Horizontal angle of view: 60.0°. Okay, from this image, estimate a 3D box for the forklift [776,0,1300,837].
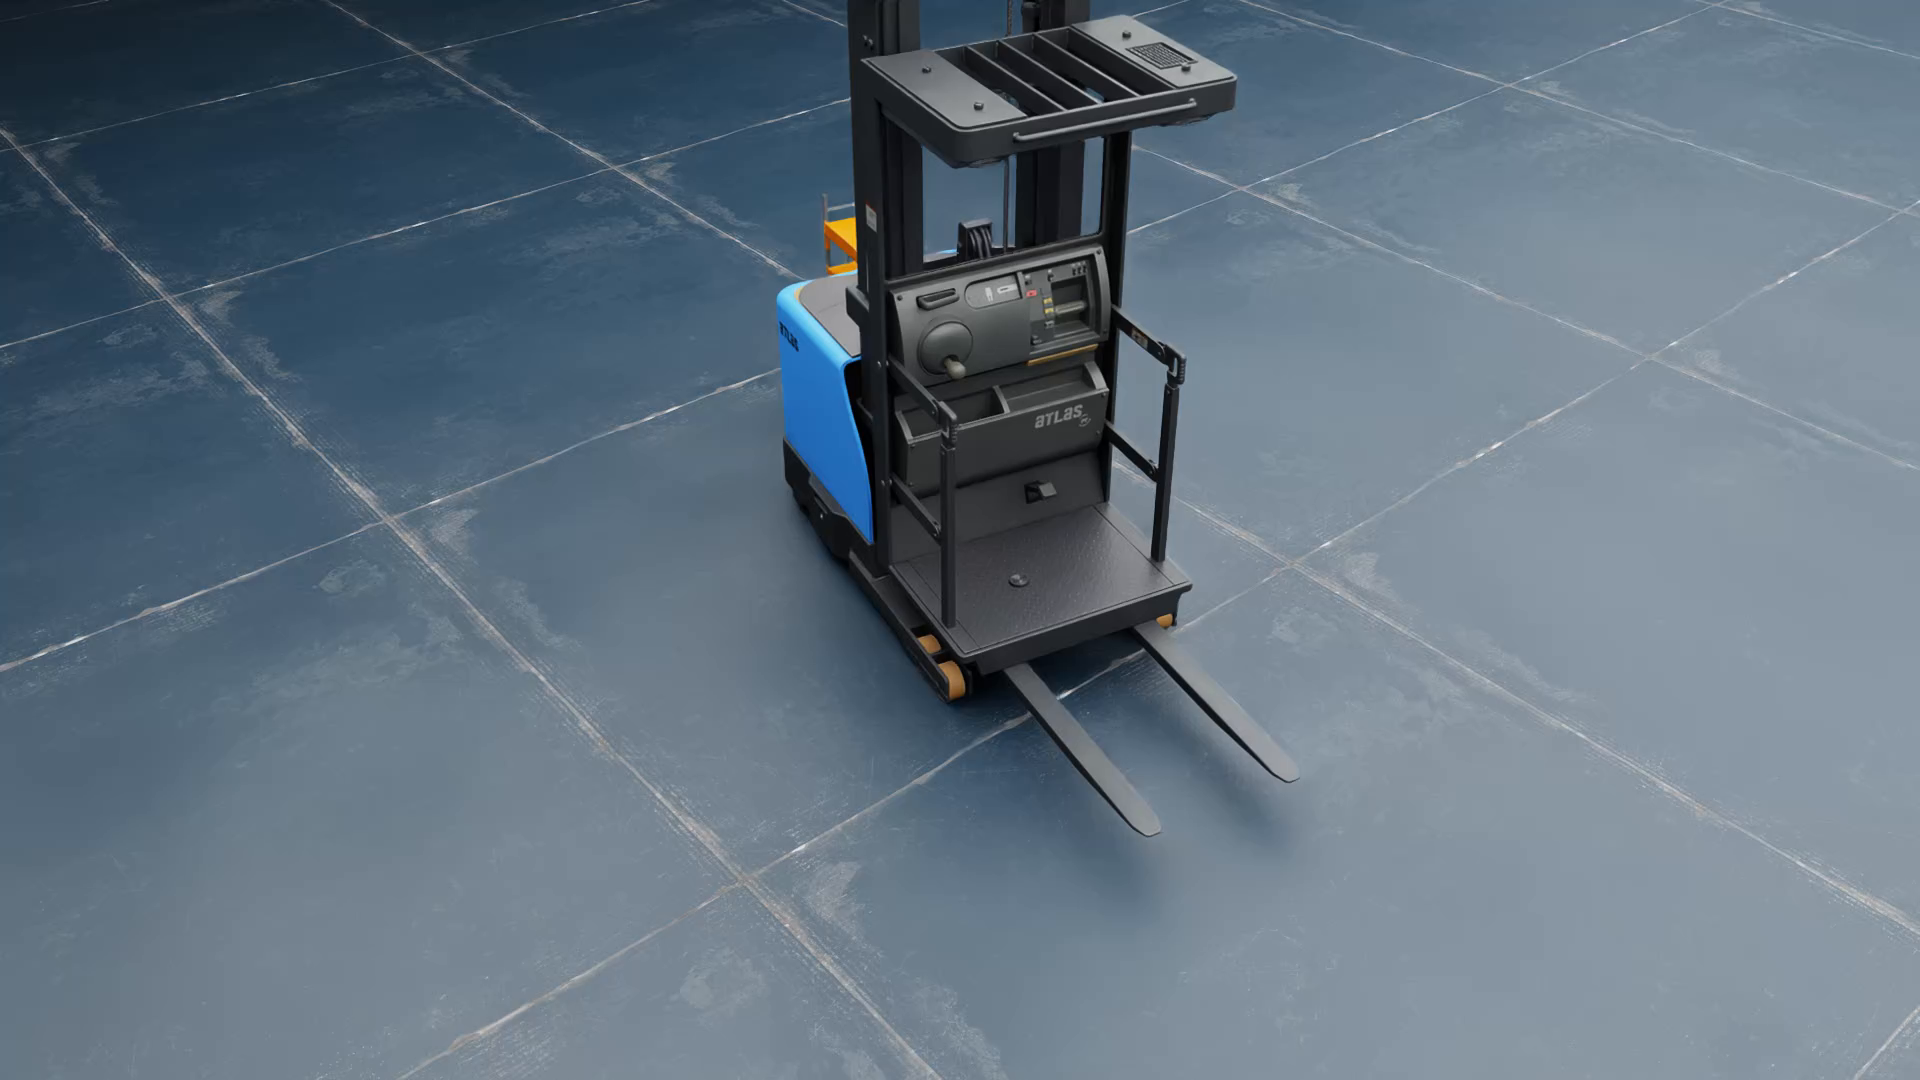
[{"bbox_3d":[0.273,-0.831,6.387,1.130,2.935,3.031,-16,38,-22],"label":"forklift"}]

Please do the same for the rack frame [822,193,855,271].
[{"bbox_3d":[-0.553,-1.205,8.413,0.240,1.200,0.015,-17,38,-23],"label":"rack frame"}]

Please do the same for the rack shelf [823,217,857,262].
[{"bbox_3d":[-0.442,-1.409,8.013,0.258,0.148,0.480,-17,38,-23],"label":"rack shelf"}]

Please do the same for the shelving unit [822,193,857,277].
[{"bbox_3d":[-0.438,-1.084,8.235,0.258,1.200,0.503,-17,38,-23],"label":"shelving unit"}]

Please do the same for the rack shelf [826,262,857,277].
[{"bbox_3d":[-0.440,-1.213,8.147,0.258,0.148,0.480,-17,38,-23],"label":"rack shelf"}]
